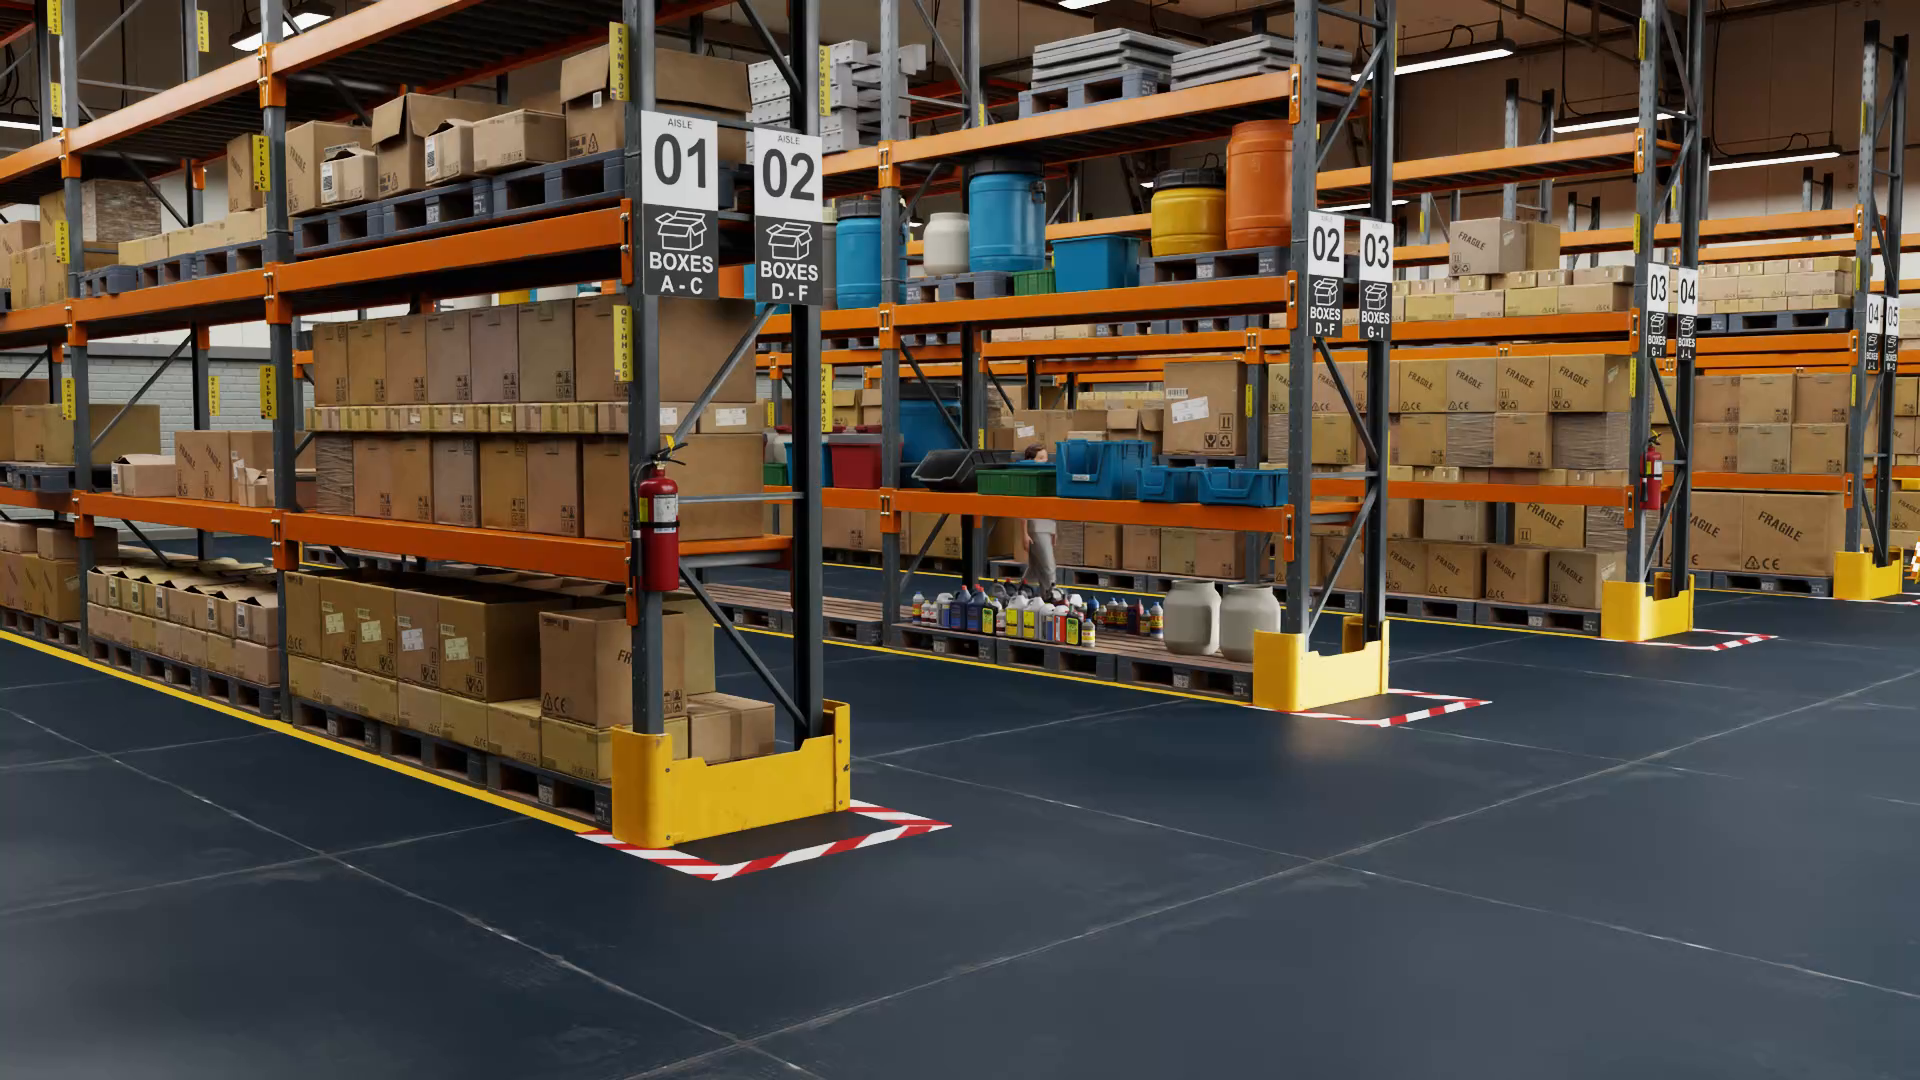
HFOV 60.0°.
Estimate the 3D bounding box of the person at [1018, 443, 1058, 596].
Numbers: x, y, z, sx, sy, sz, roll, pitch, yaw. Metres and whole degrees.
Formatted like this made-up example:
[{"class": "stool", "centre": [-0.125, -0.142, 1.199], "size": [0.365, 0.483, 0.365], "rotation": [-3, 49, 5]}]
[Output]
[{"class": "person", "centre": [0.763, -0.053, 15.195], "size": [0.741, 1.664, 0.467], "rotation": [2, 4, 27]}]
